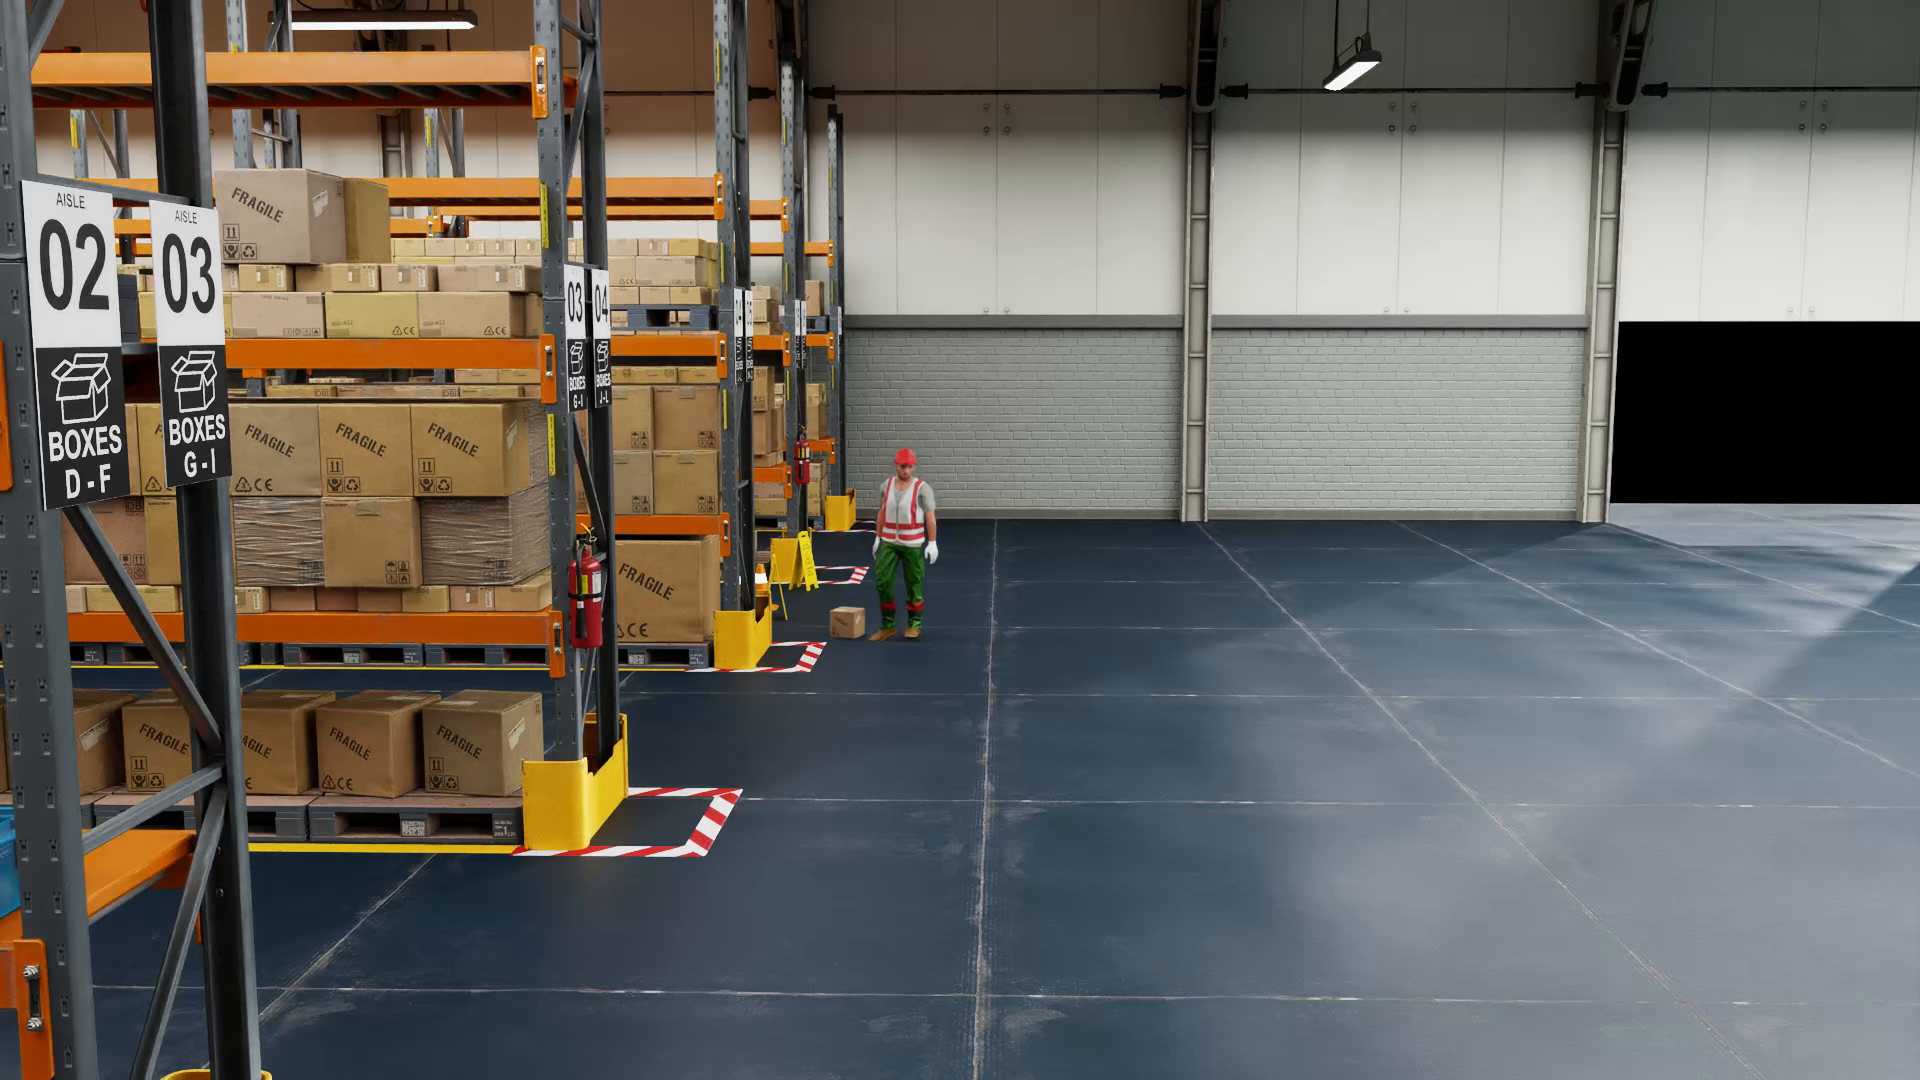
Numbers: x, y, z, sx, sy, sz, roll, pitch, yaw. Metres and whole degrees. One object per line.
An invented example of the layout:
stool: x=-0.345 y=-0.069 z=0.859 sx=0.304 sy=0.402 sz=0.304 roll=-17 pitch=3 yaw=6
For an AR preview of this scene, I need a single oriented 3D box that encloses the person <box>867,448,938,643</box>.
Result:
person: x=-0.508 y=0.053 z=15.275 sx=0.636 sy=1.807 sz=0.500 roll=2 pitch=7 yaw=18
